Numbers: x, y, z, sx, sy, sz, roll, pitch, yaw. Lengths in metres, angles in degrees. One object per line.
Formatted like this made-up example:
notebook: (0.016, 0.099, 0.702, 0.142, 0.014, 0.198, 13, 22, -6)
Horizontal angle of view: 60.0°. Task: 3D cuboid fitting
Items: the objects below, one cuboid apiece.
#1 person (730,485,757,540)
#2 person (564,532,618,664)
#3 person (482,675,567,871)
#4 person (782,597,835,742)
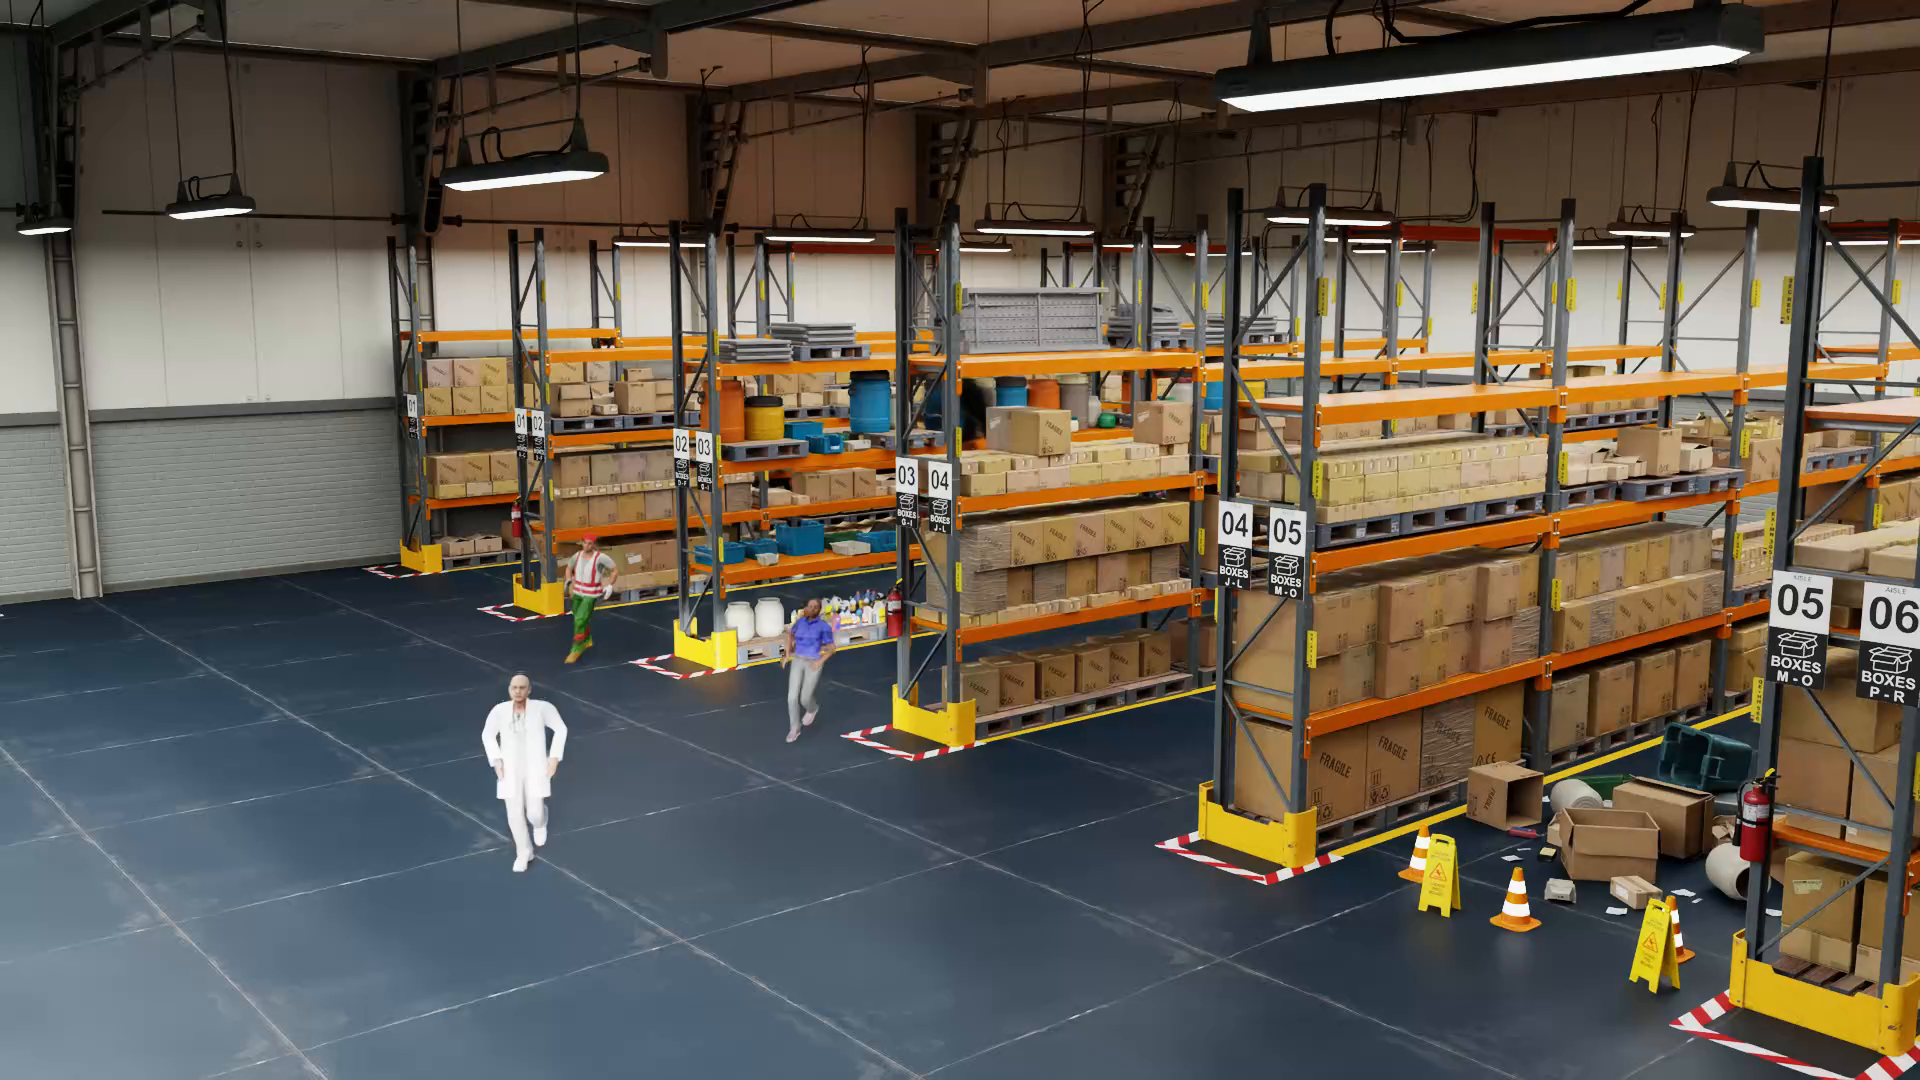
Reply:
person: (-4.030, -0.426, 30.775, 0.658, 1.739, 0.602, 8, 12, 41)
person: (-5.142, 0.781, 22.958, 0.722, 1.809, 0.778, 4, 10, 23)
person: (-3.897, 2.041, 14.914, 0.743, 1.736, 0.659, -1, 9, -8)
person: (-1.742, 1.467, 19.087, 0.630, 1.630, 0.656, 3, 9, 19)
